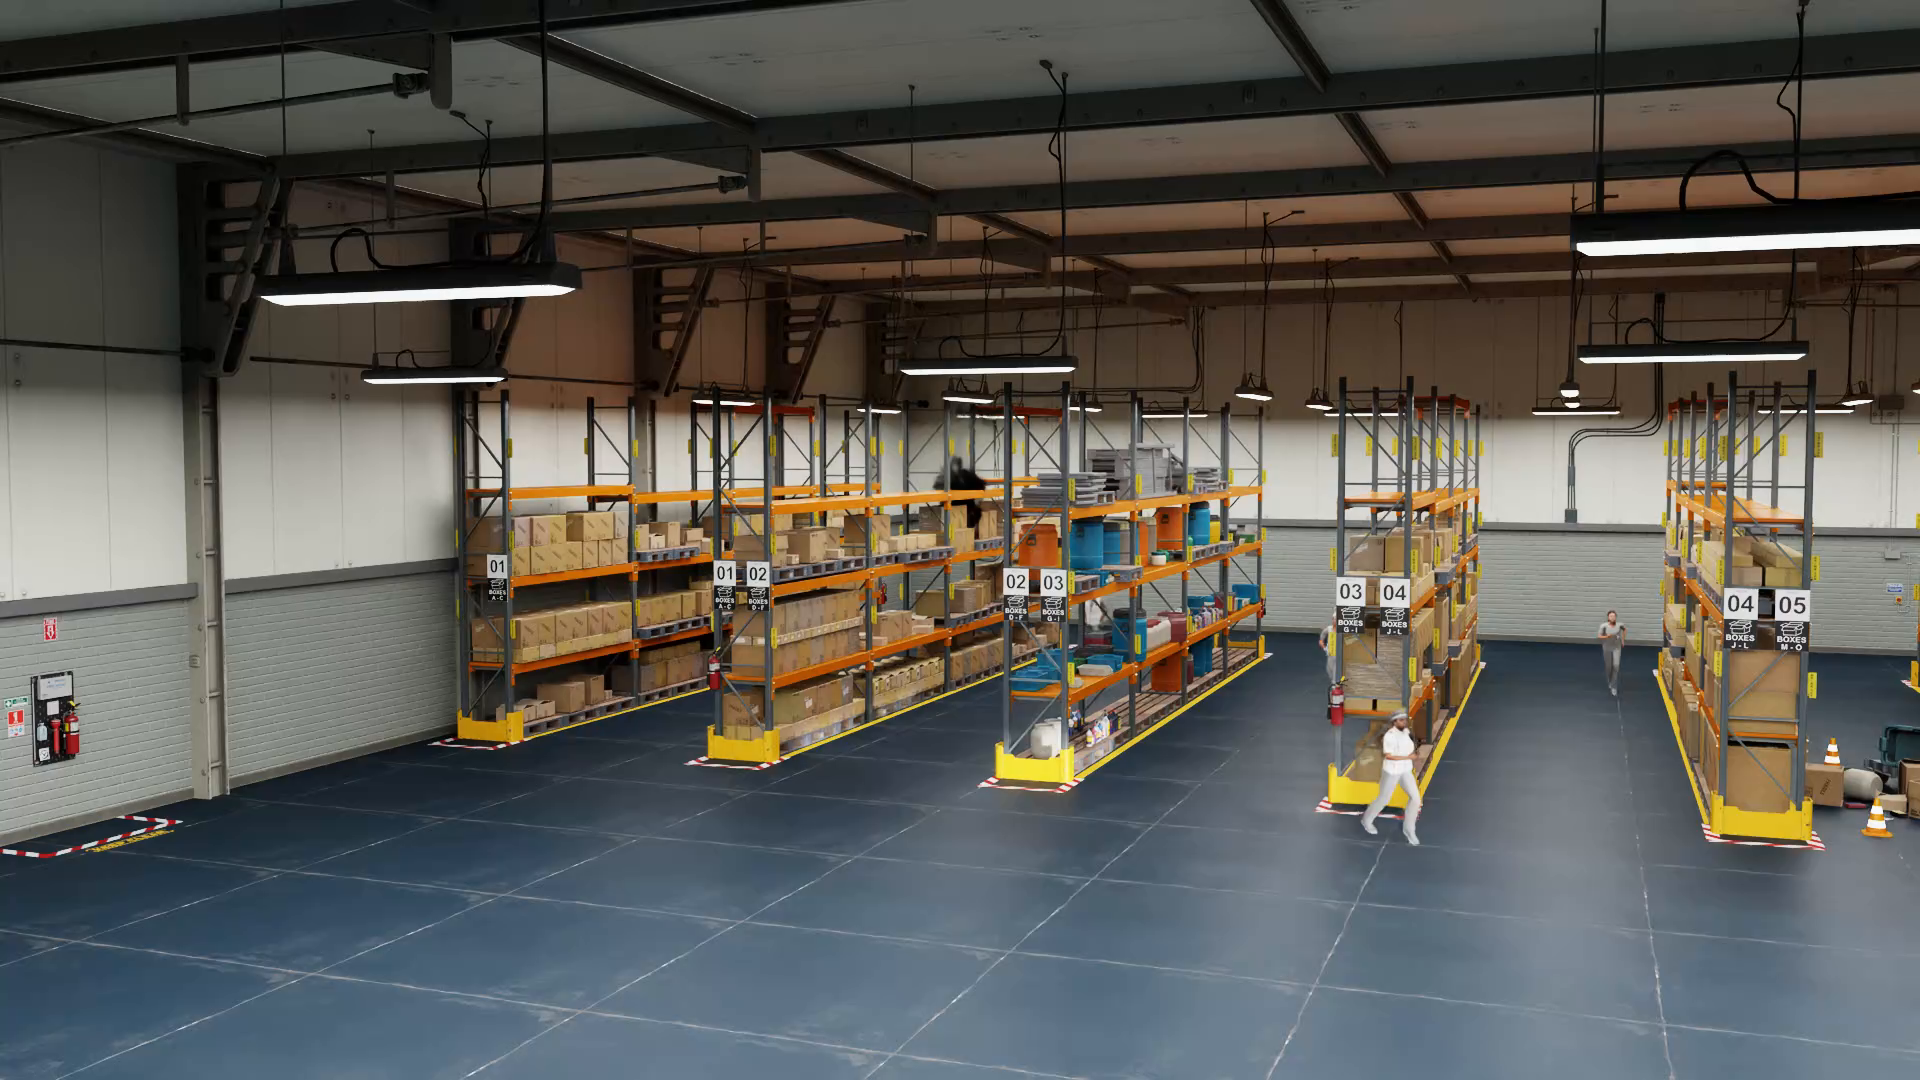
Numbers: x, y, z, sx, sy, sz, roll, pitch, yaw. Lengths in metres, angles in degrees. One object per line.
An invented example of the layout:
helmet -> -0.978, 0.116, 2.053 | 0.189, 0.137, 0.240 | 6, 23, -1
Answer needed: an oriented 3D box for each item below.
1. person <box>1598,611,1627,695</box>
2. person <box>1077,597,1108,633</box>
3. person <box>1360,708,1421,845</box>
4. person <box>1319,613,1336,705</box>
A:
person -> 13.377, 2.304, 34.125 | 0.552, 1.737, 0.845 | 1, 3, 21
person -> 2.882, 1.852, 36.446 | 0.635, 1.781, 1.061 | 1, 3, 19
person -> 5.560, 2.991, 21.237 | 0.588, 1.744, 0.888 | -2, 4, -31
person -> 7.410, 2.310, 32.725 | 0.684, 1.774, 1.027 | 1, 3, 20
